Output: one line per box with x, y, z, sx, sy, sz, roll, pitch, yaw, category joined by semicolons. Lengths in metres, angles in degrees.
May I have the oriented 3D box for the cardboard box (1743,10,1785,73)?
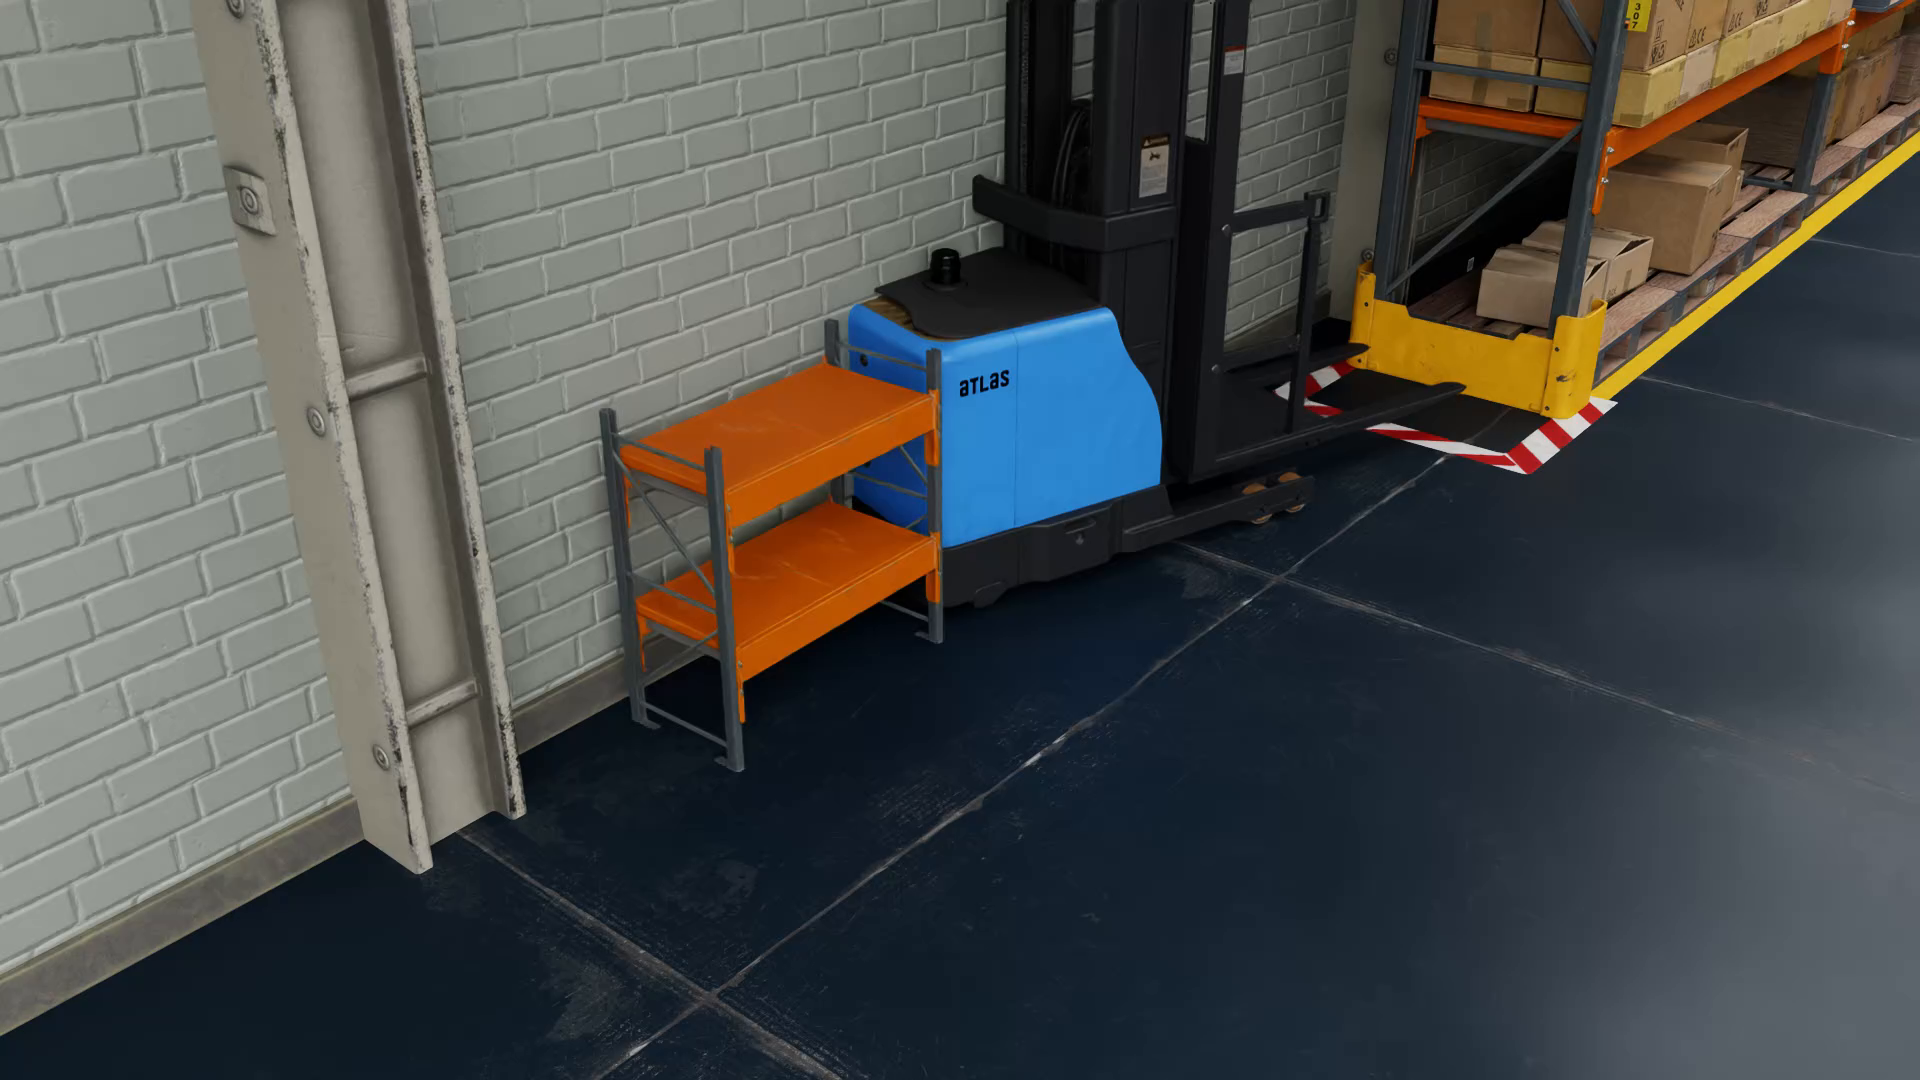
3.989;-2.663;8.775;0.500;0.250;0.500;21;34;35;cardboard box

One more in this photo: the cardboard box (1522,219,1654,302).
3.334;-1.517;8.866;0.500;0.311;0.500;24;36;38;cardboard box

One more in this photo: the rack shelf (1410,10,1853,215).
3.734;-2.485;9.071;1.077;0.370;4.000;21;34;34;rack shelf

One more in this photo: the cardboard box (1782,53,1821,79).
5.739;-3.354;11.395;0.500;0.250;0.500;20;33;33;cardboard box

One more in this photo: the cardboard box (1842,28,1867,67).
6.067;-3.540;11.754;0.500;0.250;0.500;20;33;33;cardboard box

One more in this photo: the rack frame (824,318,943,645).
-0.267;-0.197;5.907;0.500;1.125;0.032;20;33;33;rack frame

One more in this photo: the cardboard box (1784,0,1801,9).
4.303;-3.177;8.951;0.500;0.500;0.500;20;33;33;cardboard box

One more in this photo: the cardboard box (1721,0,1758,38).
3.653;-2.805;8.234;0.500;0.500;0.500;19;33;33;cardboard box

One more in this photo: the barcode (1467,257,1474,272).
2.675;-1.443;8.712;0.001;0.075;0.075;21;34;34;barcode

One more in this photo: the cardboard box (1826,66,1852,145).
5.752;-3.062;11.646;0.700;0.500;0.500;20;33;33;cardboard box

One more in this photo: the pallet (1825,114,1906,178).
6.276;-2.986;12.292;1.003;0.211;1.213;21;34;34;pallet

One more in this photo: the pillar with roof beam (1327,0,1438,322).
5.562;-4.002;4.693;9.100;9.000;0.400;21;34;34;pillar with roof beam

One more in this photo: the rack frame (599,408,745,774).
-0.895;0.170;5.197;0.500;1.125;0.032;20;33;33;rack frame

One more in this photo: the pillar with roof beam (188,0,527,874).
1.745;-1.875;0.581;9.100;9.000;0.400;21;34;34;pillar with roof beam

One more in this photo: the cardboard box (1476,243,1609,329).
2.972;-1.315;8.475;0.500;0.311;0.500;17;32;29;cardboard box

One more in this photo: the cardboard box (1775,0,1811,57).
4.308;-2.842;9.120;0.500;0.250;0.500;21;34;34;cardboard box

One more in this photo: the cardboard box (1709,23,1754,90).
3.665;-2.485;8.430;0.500;0.250;0.500;20;34;34;cardboard box

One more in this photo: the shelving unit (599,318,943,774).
-0.581;-0.013;5.552;0.538;1.125;1.048;20;33;33;shelving unit

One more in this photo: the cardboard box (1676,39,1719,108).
3.337;-2.306;8.084;0.500;0.250;0.500;20;33;33;cardboard box

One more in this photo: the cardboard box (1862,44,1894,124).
6.421;-3.413;12.324;0.700;0.500;0.500;21;34;34;cardboard box

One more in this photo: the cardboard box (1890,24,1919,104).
7.133;-3.746;12.968;0.700;0.500;0.500;21;34;35;cardboard box

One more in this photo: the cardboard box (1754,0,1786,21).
3.972;-2.992;8.594;0.500;0.500;0.500;22;35;36;cardboard box

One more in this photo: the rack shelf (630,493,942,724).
-0.581;0.204;5.664;0.538;0.278;1.000;20;33;33;rack shelf

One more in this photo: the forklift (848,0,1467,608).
0.878;-1.553;6.563;3.031;2.935;1.130;-17;32;-29;forklift

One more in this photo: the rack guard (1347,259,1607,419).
2.510;-1.012;8.162;1.175;0.500;0.348;21;34;34;rack guard

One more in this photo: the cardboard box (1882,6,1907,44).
6.722;-3.895;12.441;0.500;0.250;0.500;21;34;35;cardboard box

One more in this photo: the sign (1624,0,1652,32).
2.881;-2.321;7.030;0.100;0.325;0.005;21;34;34;sign

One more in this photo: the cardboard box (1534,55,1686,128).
3.018;-2.117;7.720;0.500;0.250;0.500;20;33;33;cardboard box

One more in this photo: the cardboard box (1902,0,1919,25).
8.120;-4.386;13.845;0.750;0.750;0.750;20;34;34;cardboard box

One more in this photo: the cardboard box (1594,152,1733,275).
3.839;-1.847;9.297;0.700;0.500;0.500;18;33;31;cardboard box

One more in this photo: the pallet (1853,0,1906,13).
5.605;-3.656;10.762;1.003;0.211;1.213;21;34;34;pallet

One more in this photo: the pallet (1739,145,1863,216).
5.500;-2.551;11.452;1.003;0.211;1.213;21;34;34;pallet

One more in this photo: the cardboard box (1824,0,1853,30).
4.939;-3.199;9.811;0.500;0.250;0.500;21;34;35;cardboard box

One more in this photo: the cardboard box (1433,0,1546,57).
2.598;-2.600;7.836;0.500;0.500;0.500;20;34;34;cardboard box

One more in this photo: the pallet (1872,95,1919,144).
7.052;-3.416;13.124;1.003;0.211;1.213;21;34;34;pallet

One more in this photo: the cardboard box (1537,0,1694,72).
2.998;-2.452;7.550;0.500;0.500;0.500;21;34;34;cardboard box

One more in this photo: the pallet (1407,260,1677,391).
3.054;-1.161;8.765;1.003;0.211;1.213;21;34;34;pallet

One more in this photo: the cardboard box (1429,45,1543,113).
2.610;-2.260;7.995;0.500;0.250;0.500;21;34;35;cardboard box

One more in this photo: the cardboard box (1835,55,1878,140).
6.107;-3.231;11.973;0.700;0.500;0.500;21;34;35;cardboard box

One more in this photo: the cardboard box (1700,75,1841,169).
5.462;-2.864;11.264;0.700;0.500;0.500;22;35;36;cardboard box

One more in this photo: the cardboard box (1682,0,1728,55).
3.320;-2.624;7.883;0.500;0.500;0.500;21;34;35;cardboard box

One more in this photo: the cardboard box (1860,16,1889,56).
6.399;-3.712;12.085;0.500;0.250;0.500;21;34;34;cardboard box

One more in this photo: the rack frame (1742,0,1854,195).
5.006;-3.513;10.277;1.000;3.000;0.127;21;34;34;rack frame

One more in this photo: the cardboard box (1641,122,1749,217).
4.377;-2.219;10.016;0.500;0.500;0.500;18;32;31;cardboard box

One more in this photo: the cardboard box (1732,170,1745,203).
4.689;-2.252;10.443;0.380;0.166;0.250;16;31;28;cardboard box

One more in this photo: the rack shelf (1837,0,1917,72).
6.279;-3.903;11.813;1.077;0.370;4.000;21;34;34;rack shelf

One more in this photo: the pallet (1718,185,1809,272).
4.606;-2.026;10.437;1.003;0.211;1.213;21;34;34;pallet

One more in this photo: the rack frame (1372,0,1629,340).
2.462;-2.095;7.535;1.000;3.000;0.127;21;34;34;rack frame

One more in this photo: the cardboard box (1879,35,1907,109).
6.716;-3.597;12.681;0.700;0.500;0.500;21;34;34;cardboard box

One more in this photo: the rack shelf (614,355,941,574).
-0.581;-0.273;5.417;0.538;0.278;1.000;20;33;33;rack shelf

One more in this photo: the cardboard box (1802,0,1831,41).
4.616;-3.025;9.474;0.500;0.250;0.500;21;34;35;cardboard box

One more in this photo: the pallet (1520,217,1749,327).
3.831;-1.592;9.597;1.003;0.211;1.213;21;34;34;pallet
